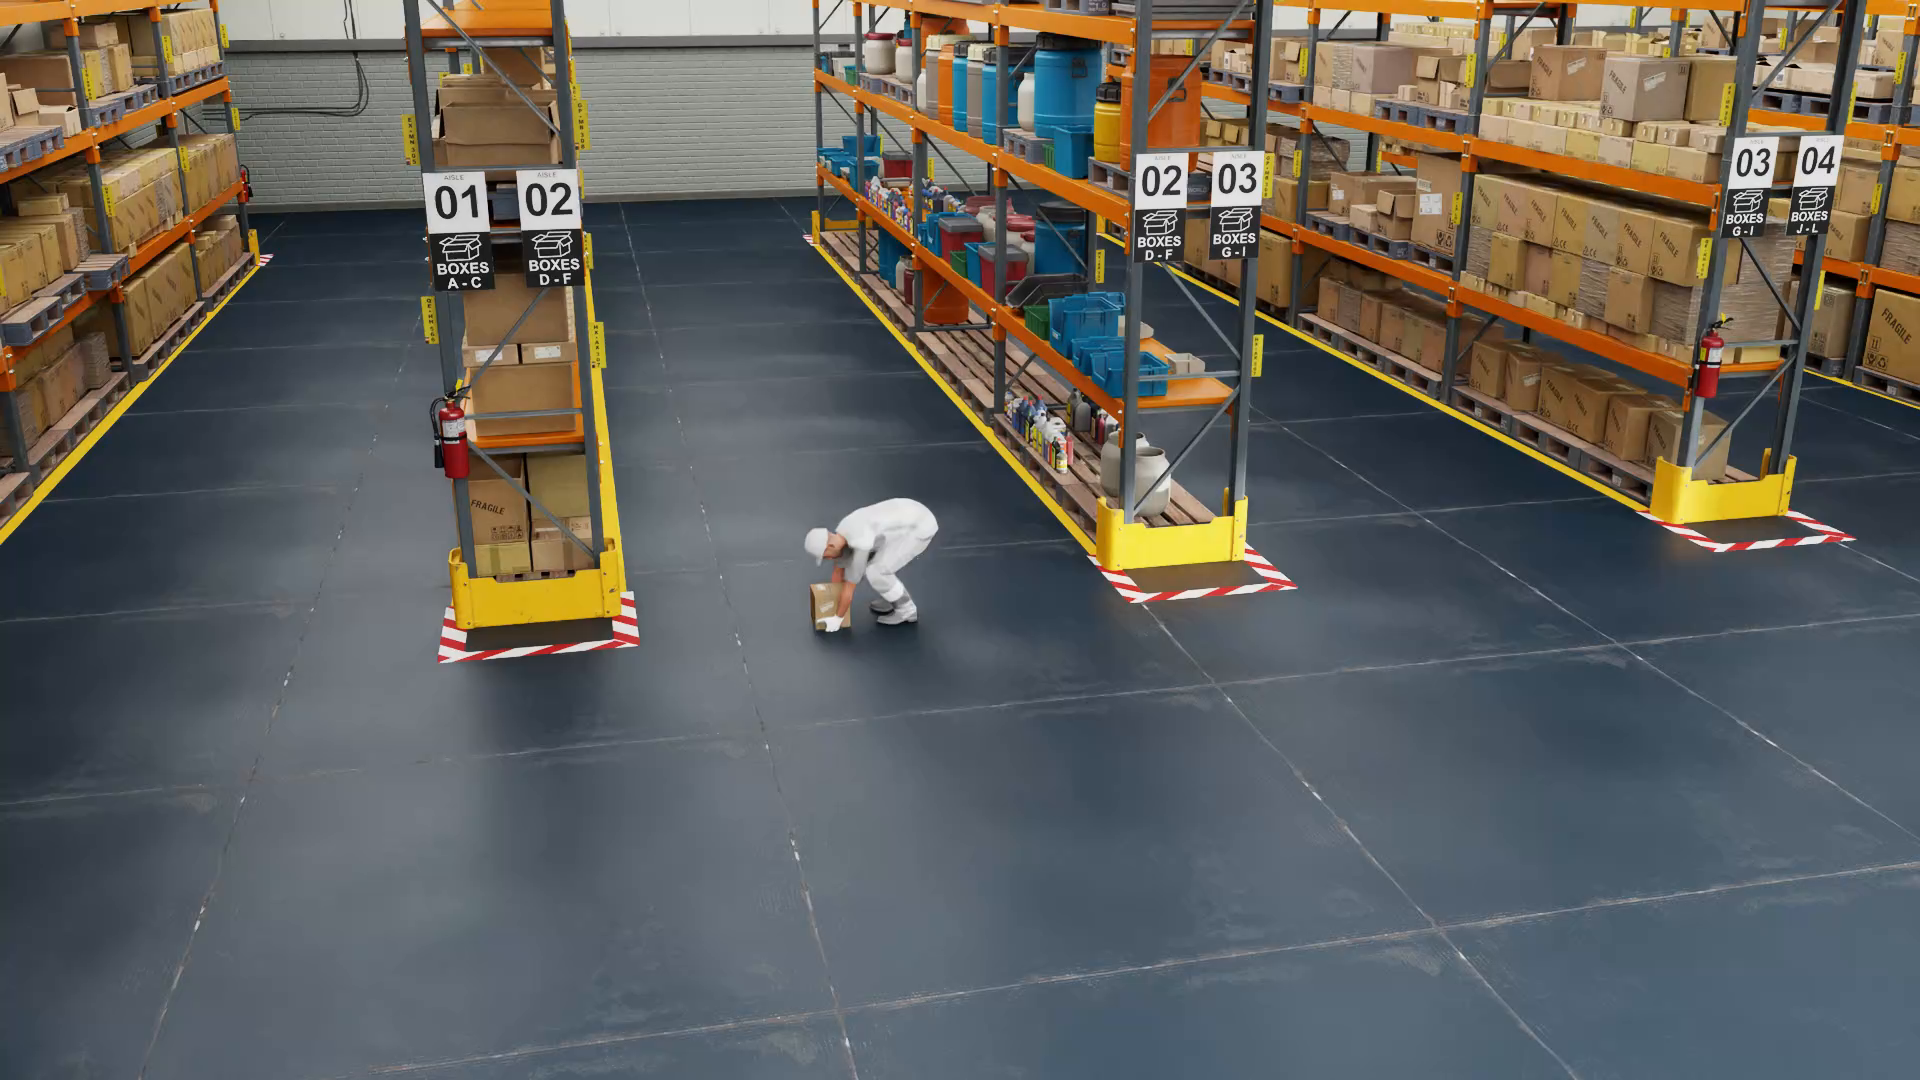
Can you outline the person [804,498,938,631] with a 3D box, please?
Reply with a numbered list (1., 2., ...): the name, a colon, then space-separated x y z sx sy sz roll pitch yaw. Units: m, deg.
1. person: -0.638 0.168 11.967 0.961 0.893 0.537 -5 20 -15
